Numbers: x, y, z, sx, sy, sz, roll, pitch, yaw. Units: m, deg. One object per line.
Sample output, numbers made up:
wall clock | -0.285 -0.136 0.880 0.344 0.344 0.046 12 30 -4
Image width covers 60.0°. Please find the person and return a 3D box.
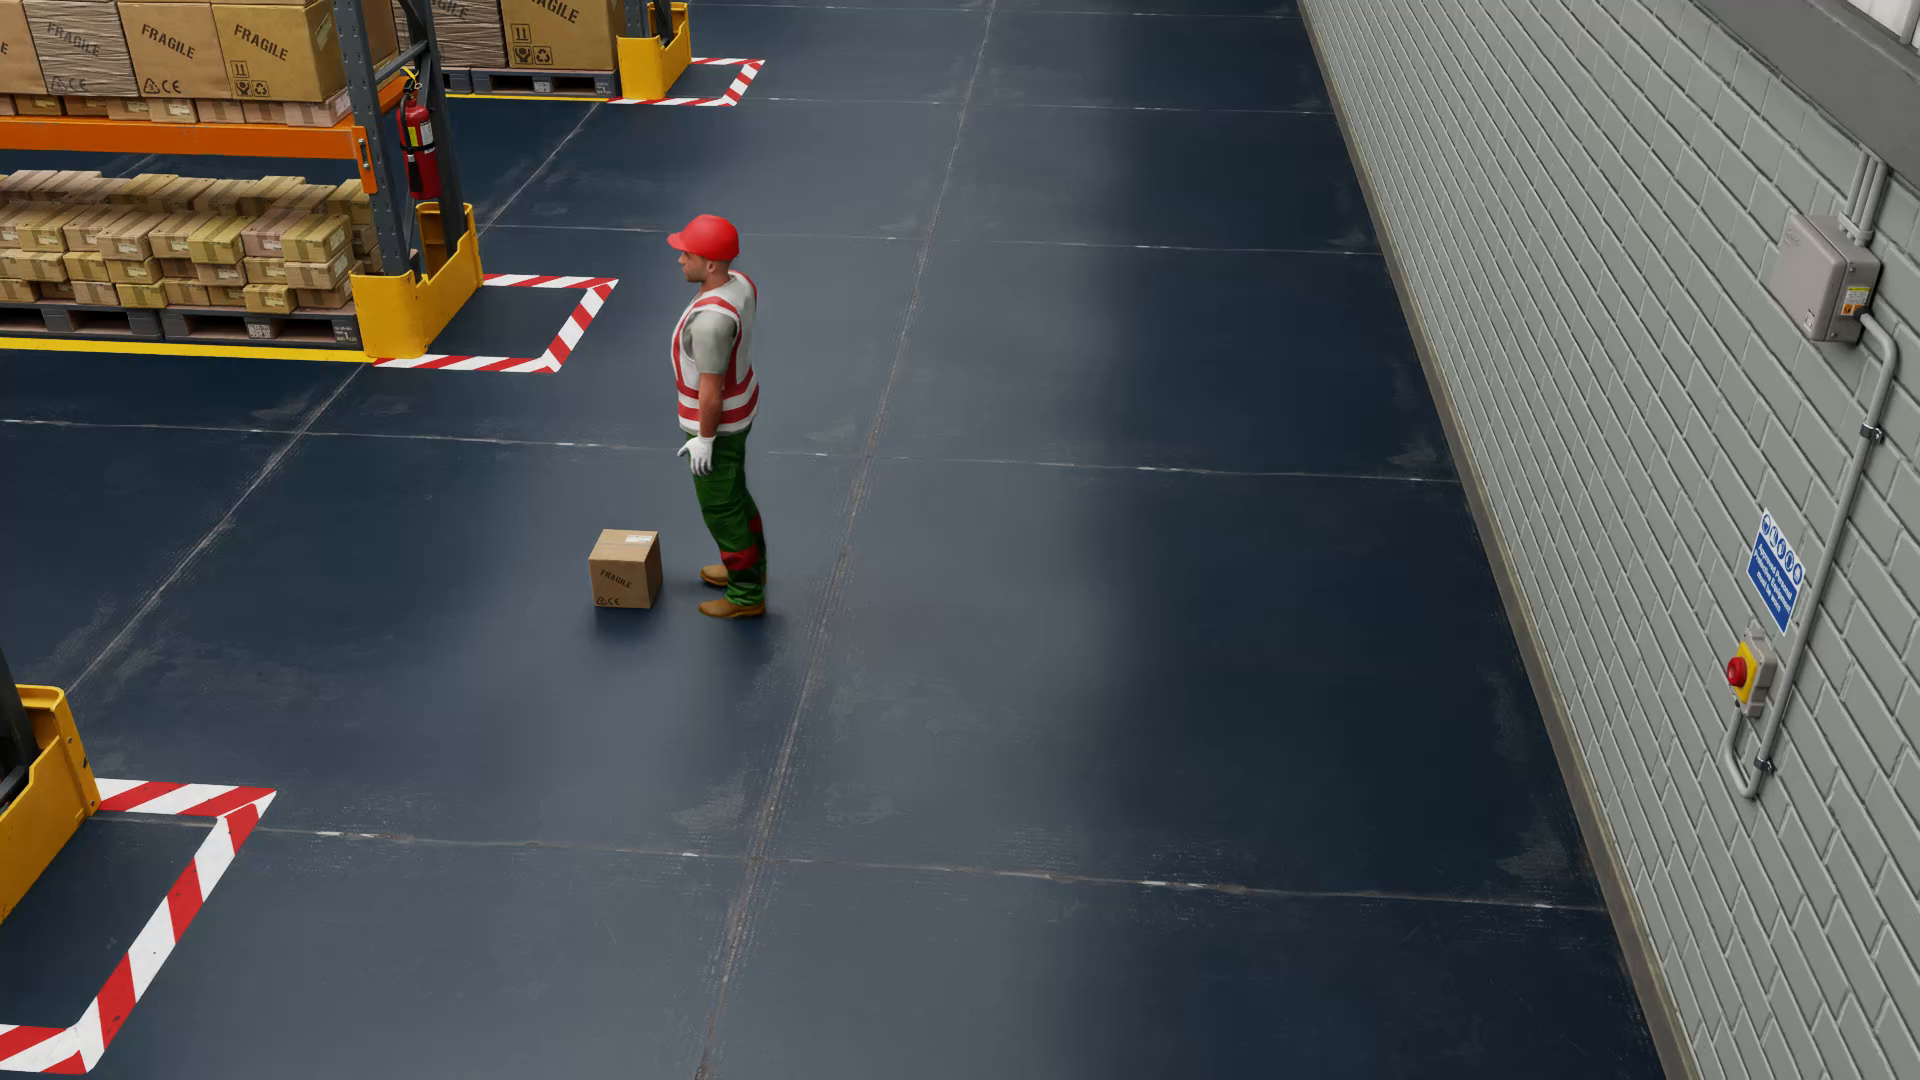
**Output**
person | -1.011 -0.496 6.932 0.354 1.803 0.523 3 32 5
